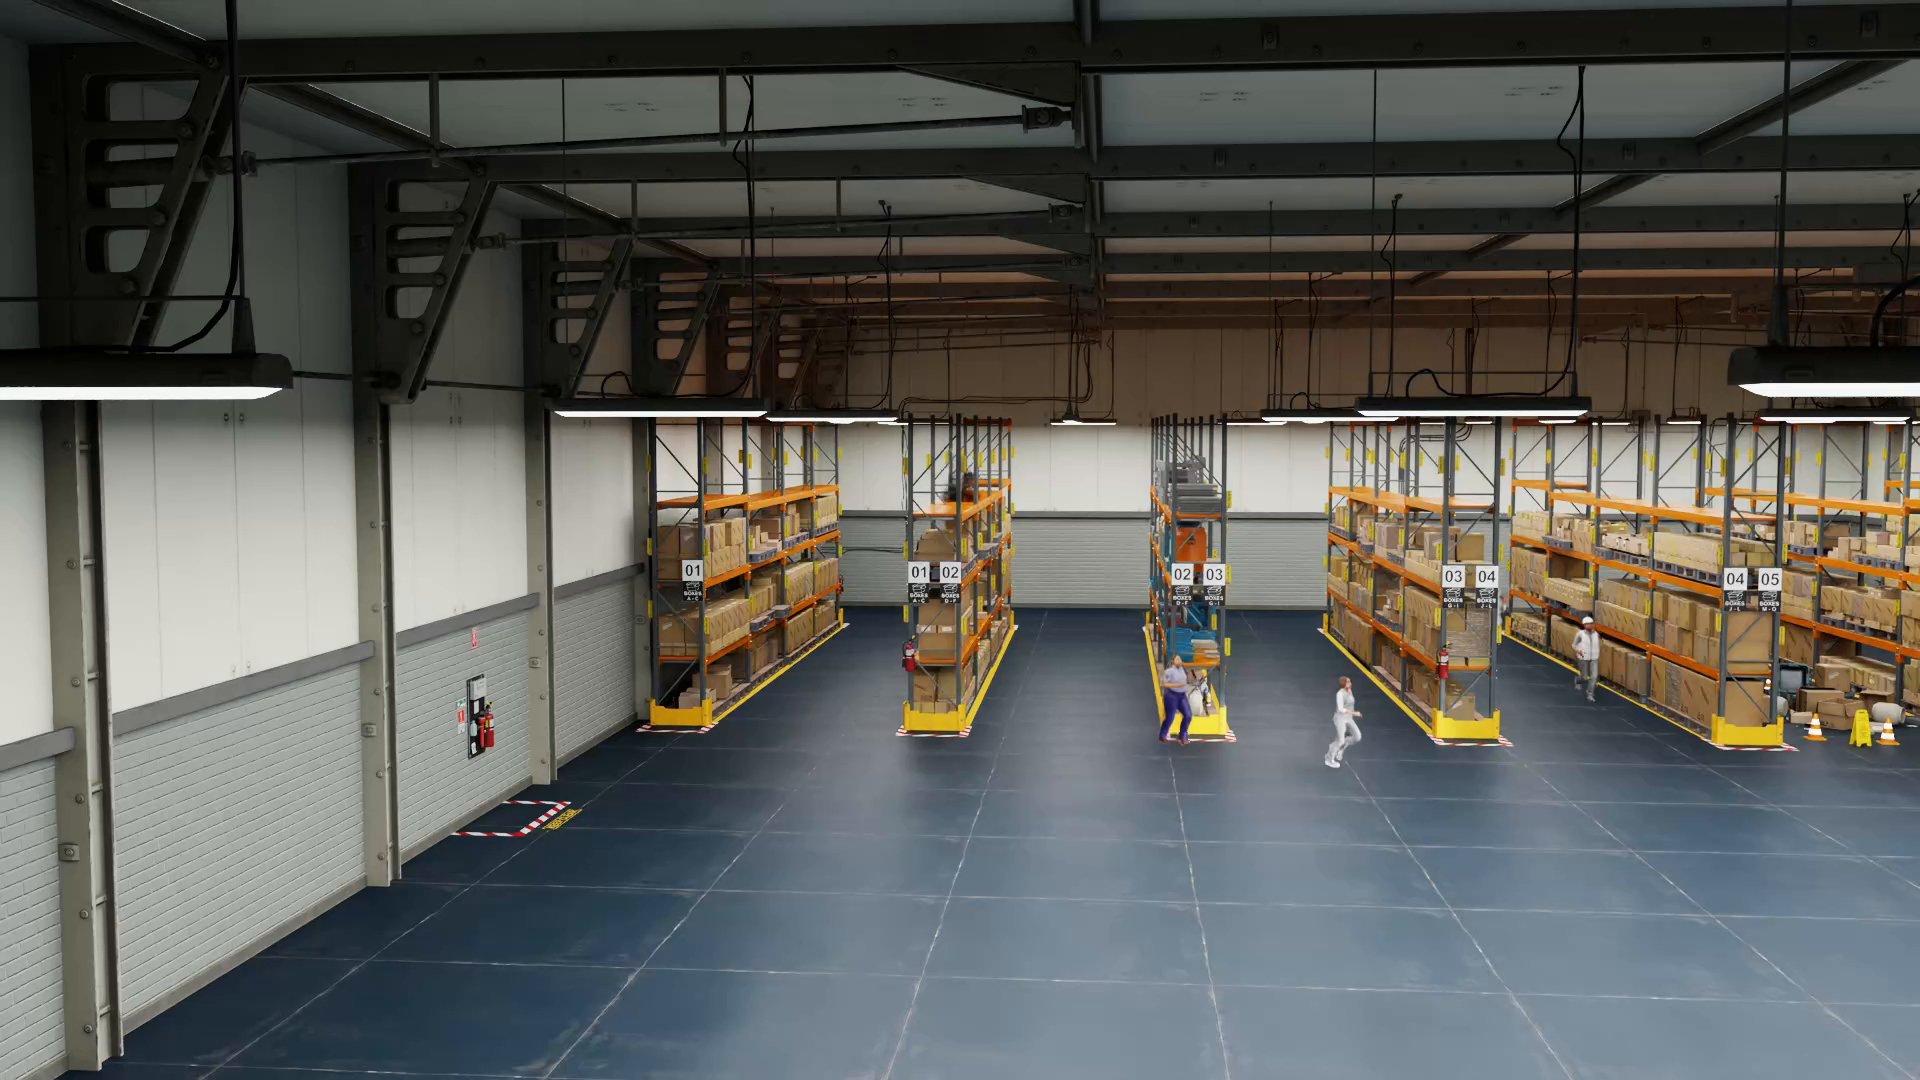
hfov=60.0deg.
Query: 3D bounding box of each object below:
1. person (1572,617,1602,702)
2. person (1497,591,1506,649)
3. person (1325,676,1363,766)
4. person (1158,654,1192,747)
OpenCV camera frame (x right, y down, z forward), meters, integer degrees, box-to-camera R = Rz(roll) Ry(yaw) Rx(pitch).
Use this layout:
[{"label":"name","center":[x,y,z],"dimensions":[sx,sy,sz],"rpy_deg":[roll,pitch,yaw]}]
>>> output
[{"label":"person","center":[13.252,2.501,35.125],"dimensions":[0.661,1.758,0.792],"rpy_deg":[0,4,0]},{"label":"person","center":[13.789,1.935,42.995],"dimensions":[0.674,1.793,0.894],"rpy_deg":[1,4,9]},{"label":"person","center":[6.504,3.056,28.041],"dimensions":[0.691,1.556,0.560],"rpy_deg":[3,5,42]},{"label":"person","center":[3.886,2.904,29.947],"dimensions":[0.601,1.721,0.646],"rpy_deg":[-3,5,-36]}]
